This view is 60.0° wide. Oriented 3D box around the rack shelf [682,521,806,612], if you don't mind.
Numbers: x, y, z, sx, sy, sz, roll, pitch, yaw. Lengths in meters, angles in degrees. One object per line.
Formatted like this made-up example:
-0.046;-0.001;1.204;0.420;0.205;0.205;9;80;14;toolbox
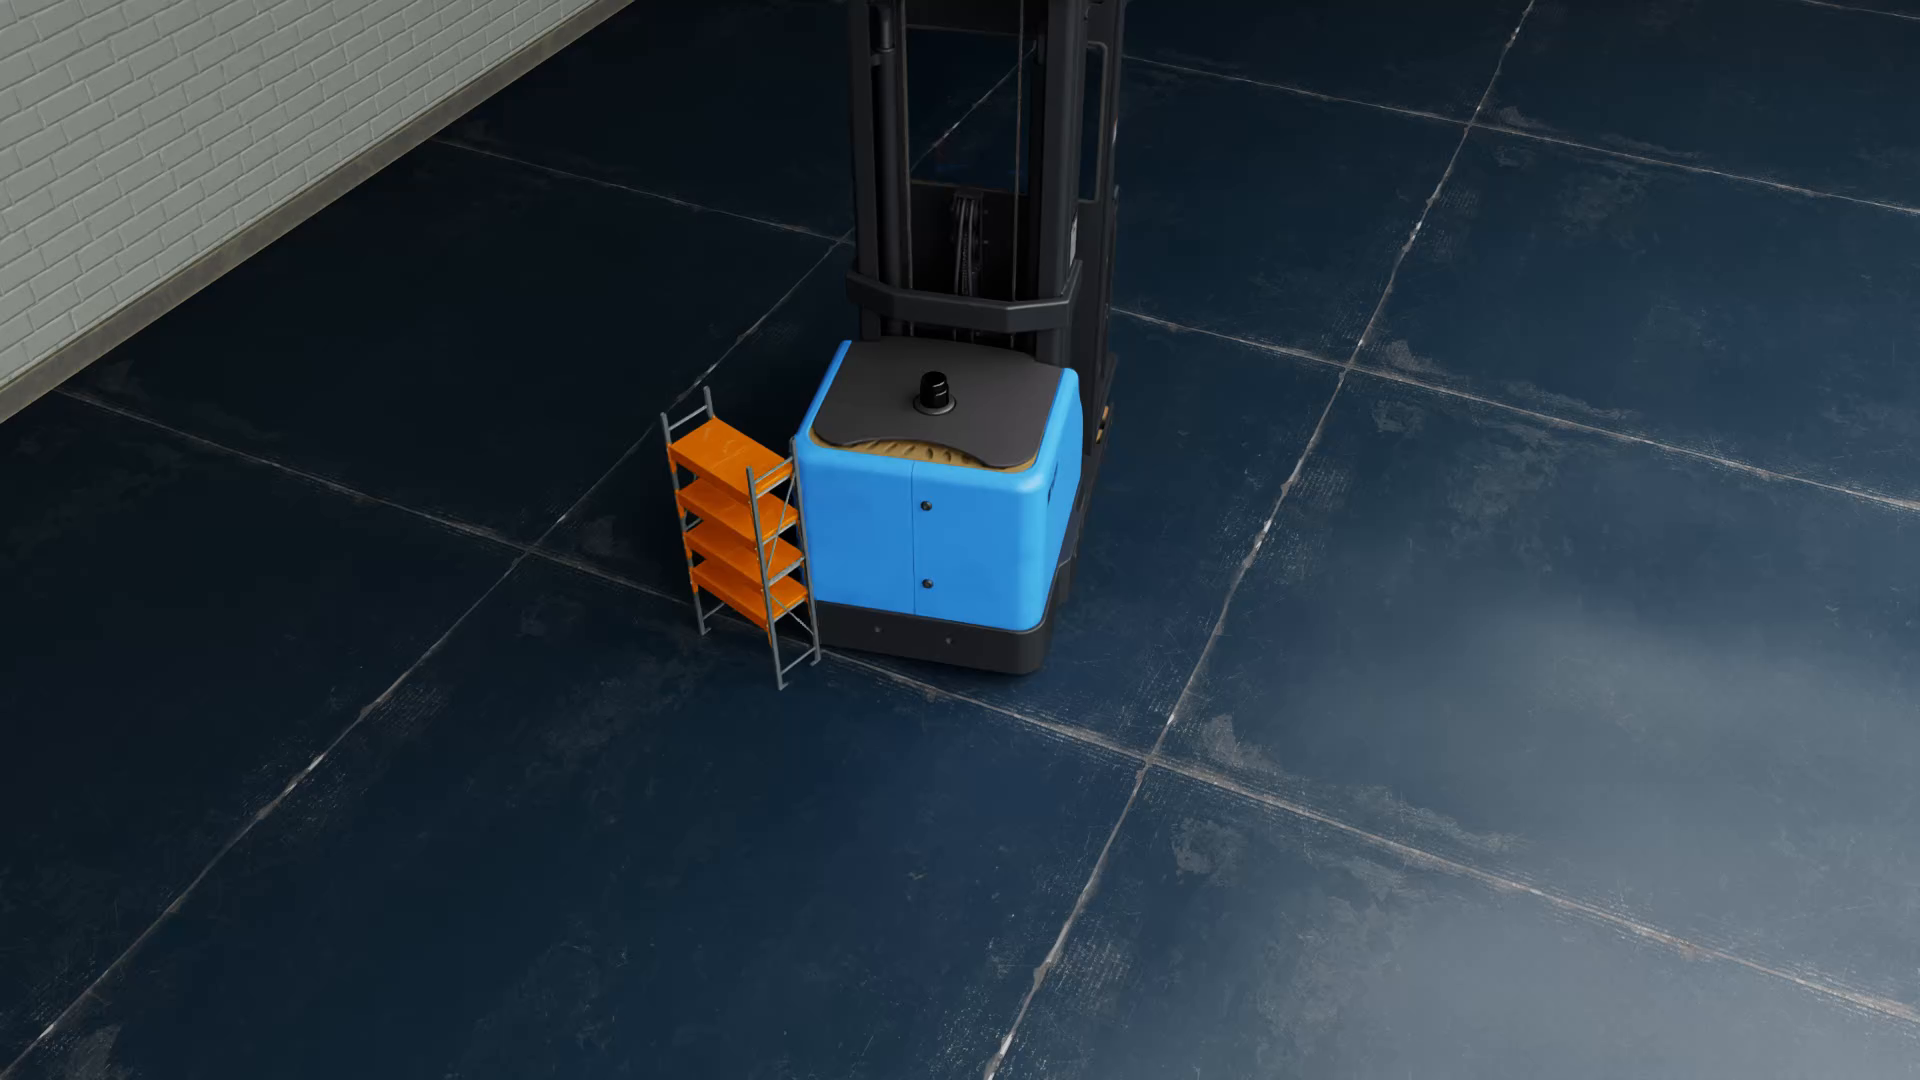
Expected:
-0.867;0.063;6.741;0.480;0.148;0.258;31;51;31;rack shelf

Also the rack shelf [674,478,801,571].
-0.872;-0.103;6.591;0.480;0.148;0.258;31;51;31;rack shelf

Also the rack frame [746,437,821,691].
-0.688;0.120;6.572;0.015;1.200;0.240;31;51;31;rack frame

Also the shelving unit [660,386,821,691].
-0.868;0.013;6.696;0.503;1.200;0.258;31;51;31;shelving unit

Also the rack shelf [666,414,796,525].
-0.877;-0.277;6.432;0.480;0.148;0.258;31;51;31;rack shelf

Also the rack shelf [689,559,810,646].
-0.862;0.209;6.875;0.480;0.148;0.258;31;51;31;rack shelf

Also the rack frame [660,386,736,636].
-1.049;-0.095;6.820;0.015;1.200;0.240;31;51;31;rack frame

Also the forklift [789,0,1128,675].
0.142;-1.525;7.155;1.130;2.935;3.031;8;42;9;forklift
